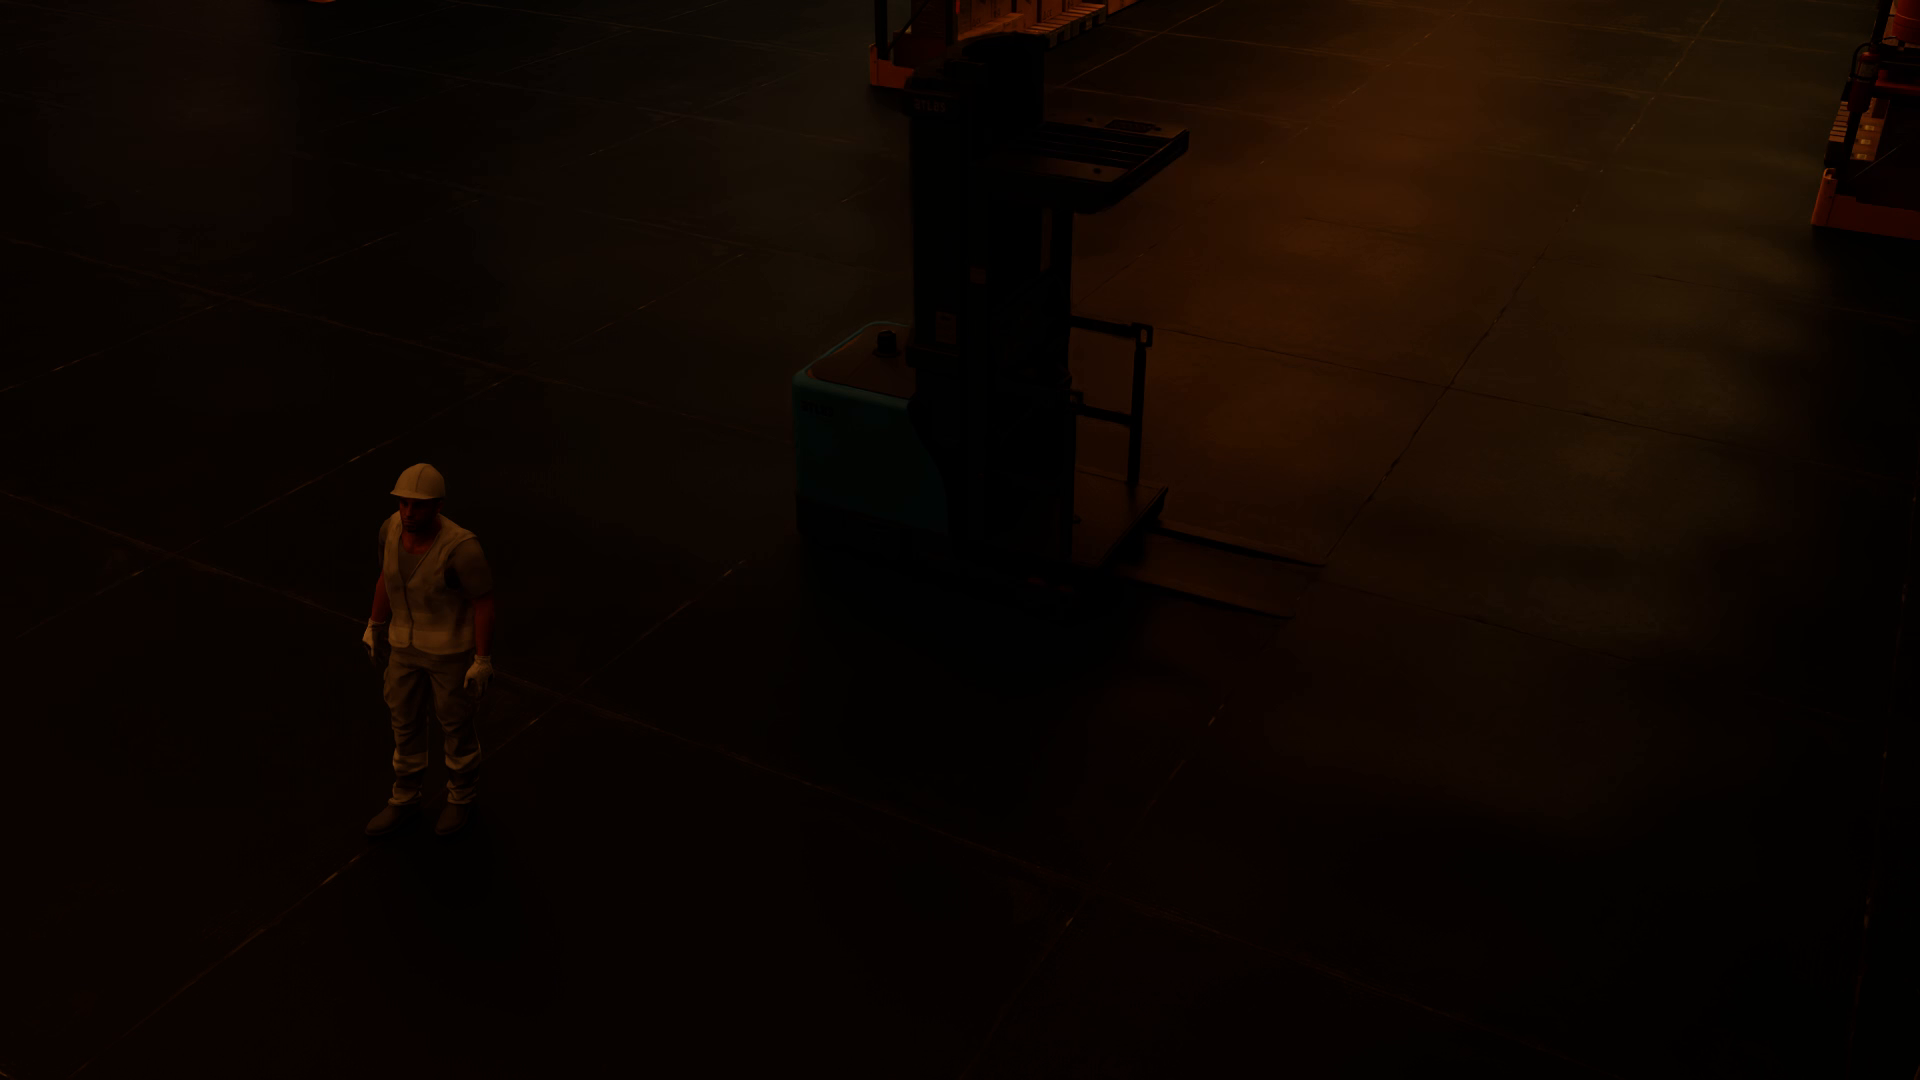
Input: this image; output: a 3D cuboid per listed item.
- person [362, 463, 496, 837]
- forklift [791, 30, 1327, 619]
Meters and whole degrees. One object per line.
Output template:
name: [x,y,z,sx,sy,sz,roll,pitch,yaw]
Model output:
person: [-2.365,0.514,7.307,0.637,1.787,0.564,11,32,18]
forklift: [0.567,-1.152,9.067,3.031,2.935,1.130,14,33,23]
